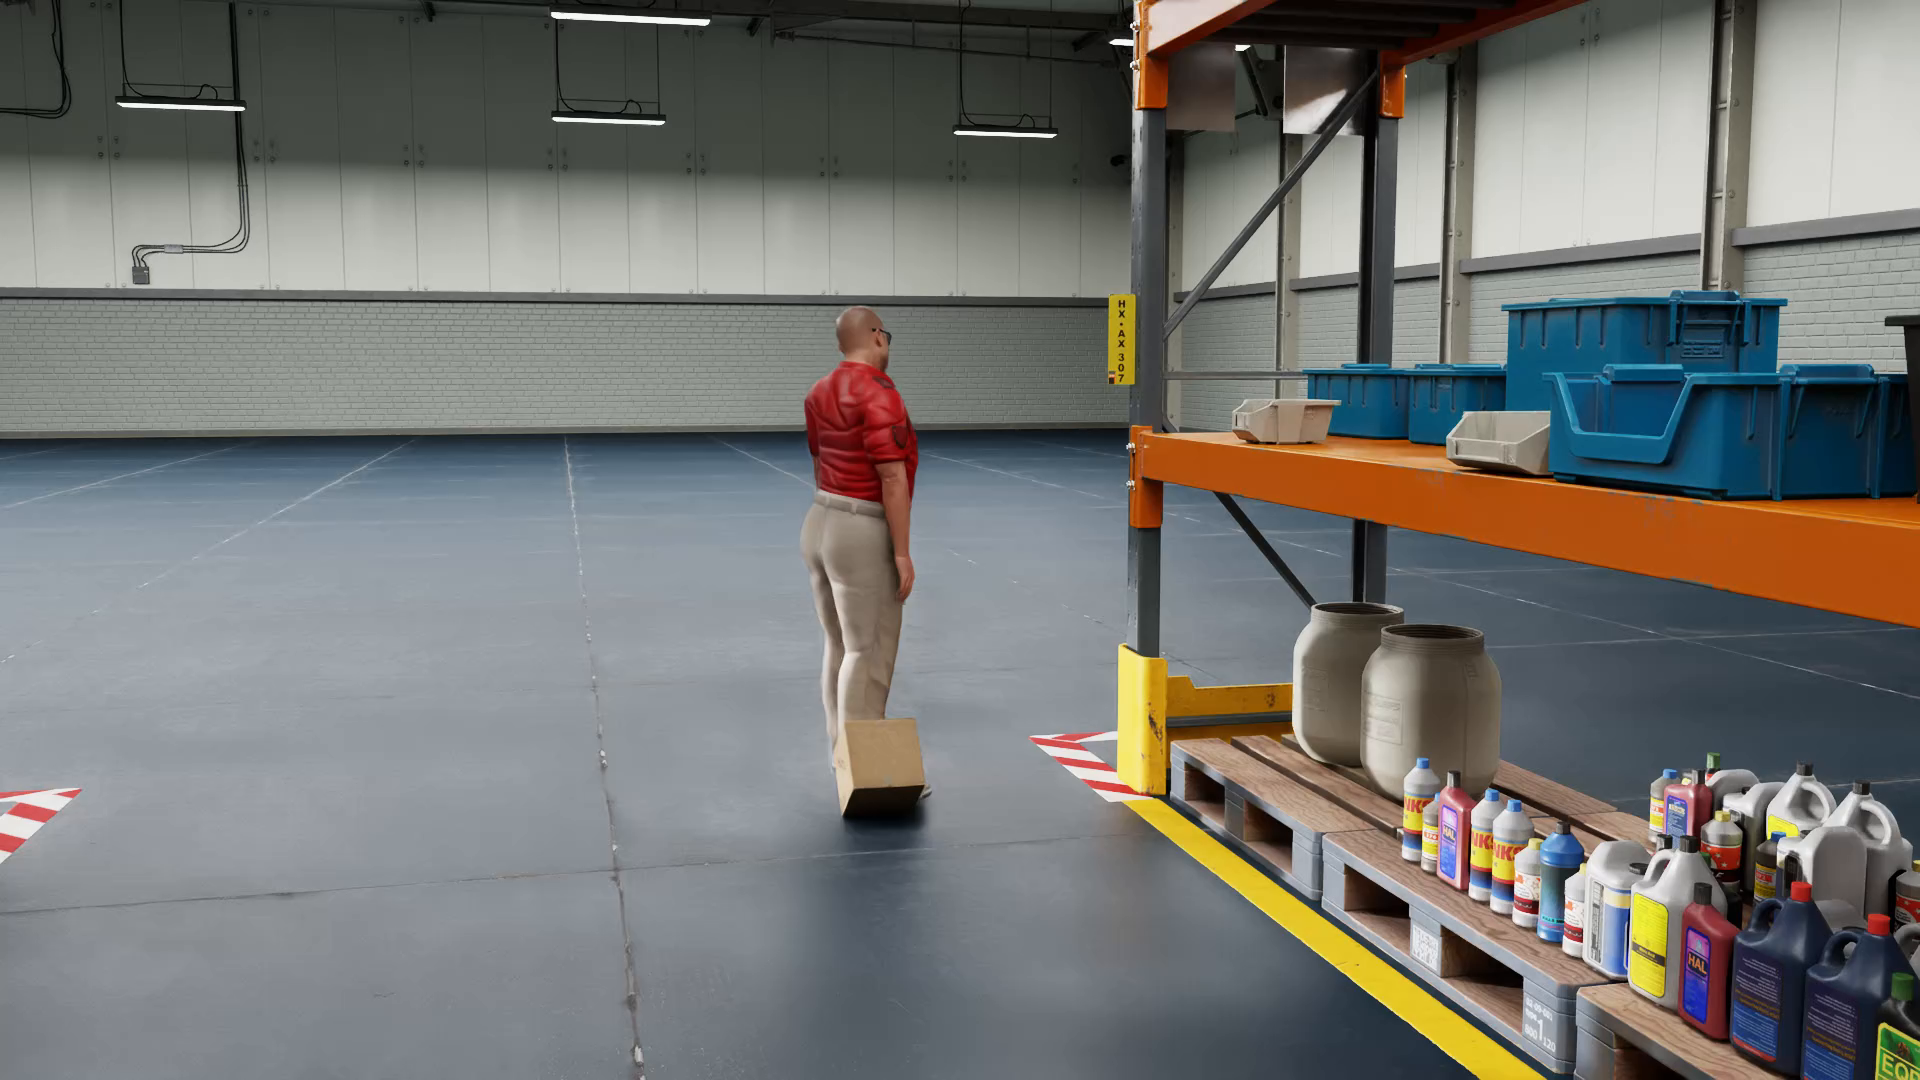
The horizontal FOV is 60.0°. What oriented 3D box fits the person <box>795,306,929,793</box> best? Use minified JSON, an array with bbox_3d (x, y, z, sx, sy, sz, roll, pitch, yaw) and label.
[{"bbox_3d":[-0.357,0.029,6.022,0.629,1.733,0.456,6,8,43],"label":"person"}]
